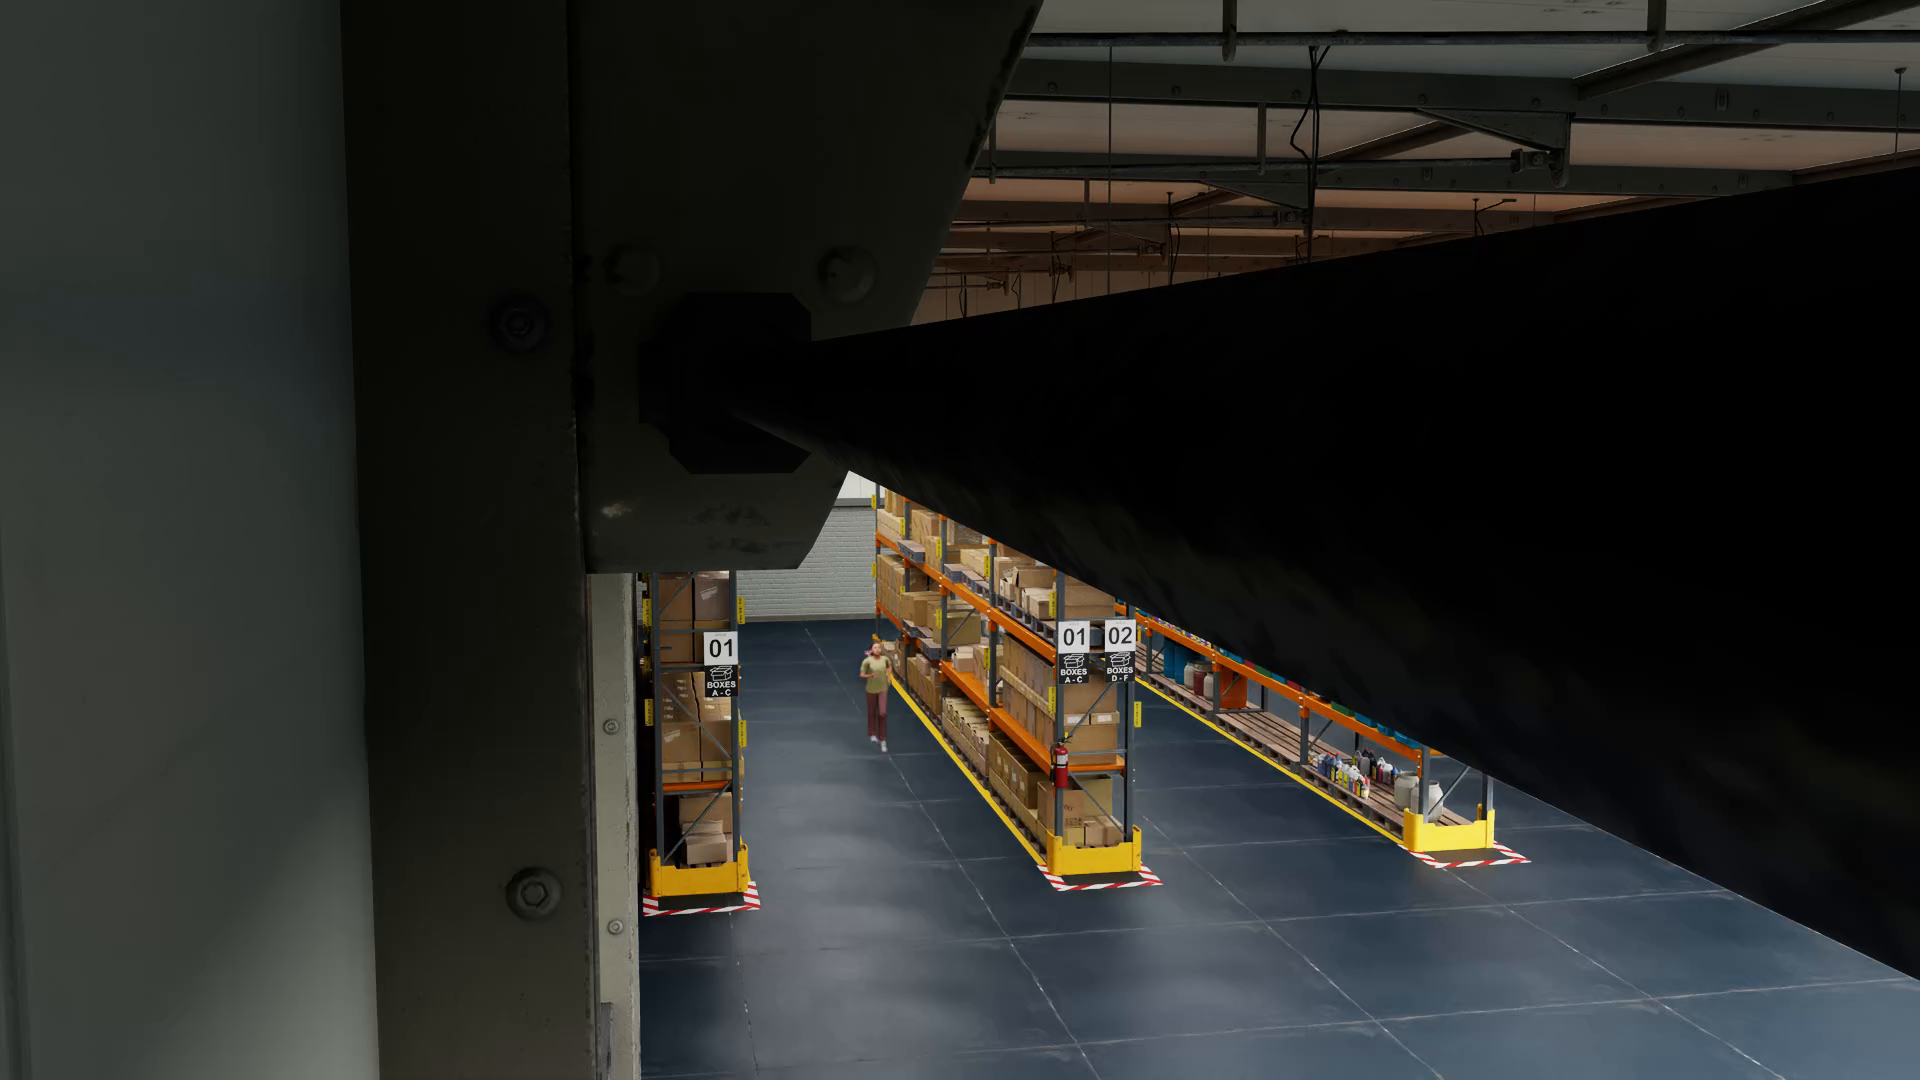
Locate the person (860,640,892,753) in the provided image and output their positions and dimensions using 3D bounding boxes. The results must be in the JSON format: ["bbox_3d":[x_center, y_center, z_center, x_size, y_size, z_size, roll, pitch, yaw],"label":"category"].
[{"bbox_3d":[-1.334,2.485,26.670,0.559,1.766,0.673,-1,6,-12],"label":"person"}]

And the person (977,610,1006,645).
[{"bbox_3d":[0.636,1.717,36.362,0.738,1.721,0.675,-4,7,-34],"label":"person"}]
